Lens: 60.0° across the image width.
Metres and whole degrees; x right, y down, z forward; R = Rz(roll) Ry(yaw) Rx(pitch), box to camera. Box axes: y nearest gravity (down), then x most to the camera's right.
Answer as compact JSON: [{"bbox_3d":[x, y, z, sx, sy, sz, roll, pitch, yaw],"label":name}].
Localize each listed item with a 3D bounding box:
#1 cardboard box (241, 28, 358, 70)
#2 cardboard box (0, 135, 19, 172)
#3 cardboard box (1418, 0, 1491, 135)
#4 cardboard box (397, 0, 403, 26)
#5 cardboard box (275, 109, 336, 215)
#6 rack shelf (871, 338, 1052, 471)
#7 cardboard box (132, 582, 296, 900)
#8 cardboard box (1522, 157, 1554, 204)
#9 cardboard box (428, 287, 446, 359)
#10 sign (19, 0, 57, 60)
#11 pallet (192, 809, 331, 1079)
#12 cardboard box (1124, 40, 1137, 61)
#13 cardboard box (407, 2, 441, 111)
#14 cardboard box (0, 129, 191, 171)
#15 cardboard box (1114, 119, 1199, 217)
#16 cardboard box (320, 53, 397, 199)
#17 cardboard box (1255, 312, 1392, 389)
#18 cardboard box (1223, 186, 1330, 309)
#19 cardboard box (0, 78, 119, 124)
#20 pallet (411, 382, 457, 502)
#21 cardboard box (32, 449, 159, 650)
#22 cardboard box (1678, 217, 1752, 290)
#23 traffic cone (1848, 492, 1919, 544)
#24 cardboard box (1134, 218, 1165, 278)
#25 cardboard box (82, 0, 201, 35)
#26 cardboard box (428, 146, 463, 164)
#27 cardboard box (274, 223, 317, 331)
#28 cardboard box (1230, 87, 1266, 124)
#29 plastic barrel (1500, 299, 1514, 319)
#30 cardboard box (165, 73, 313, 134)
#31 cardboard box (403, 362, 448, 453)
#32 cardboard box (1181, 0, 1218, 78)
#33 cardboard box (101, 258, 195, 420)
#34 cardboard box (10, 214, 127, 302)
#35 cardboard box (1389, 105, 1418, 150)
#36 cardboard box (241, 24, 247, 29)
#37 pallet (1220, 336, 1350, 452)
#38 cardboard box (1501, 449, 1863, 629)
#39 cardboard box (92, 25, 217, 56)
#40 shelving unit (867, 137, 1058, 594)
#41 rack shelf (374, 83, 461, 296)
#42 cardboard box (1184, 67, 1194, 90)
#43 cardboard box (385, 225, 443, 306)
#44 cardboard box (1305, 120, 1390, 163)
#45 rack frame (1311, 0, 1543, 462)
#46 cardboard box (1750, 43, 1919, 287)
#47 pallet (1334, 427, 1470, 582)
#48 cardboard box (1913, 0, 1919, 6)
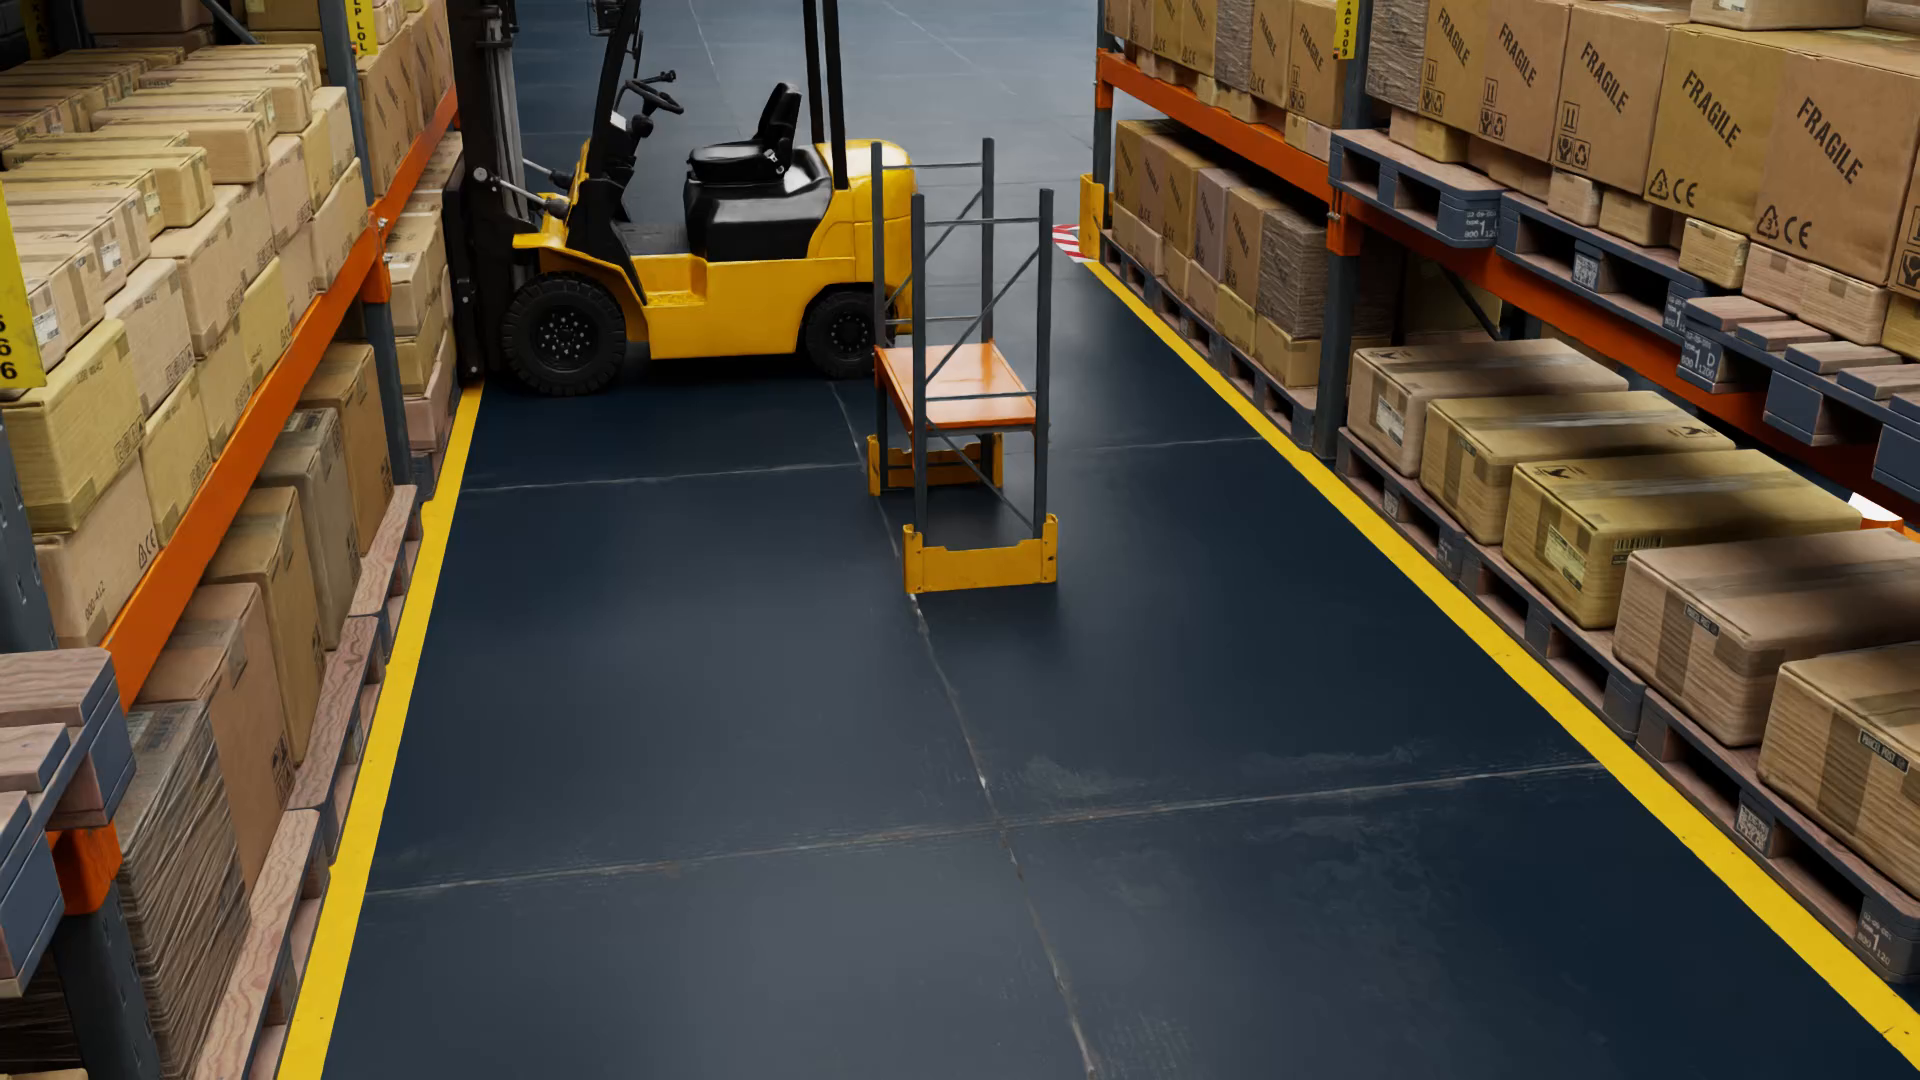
[{"bbox_3d":[-2.554,-1.910,6.439,0.380,0.149,0.250,-5,24,-11],"label":"cardboard box"},{"bbox_3d":[-2.576,-0.907,4.143,0.380,0.149,0.250,-4,24,-8],"label":"cardboard box"},{"bbox_3d":[2.022,-1.763,6.017,0.500,0.500,0.500,-4,24,-10],"label":"cardboard box"},{"bbox_3d":[-2.763,-2.415,7.597,0.380,0.149,0.250,-5,24,-11],"label":"cardboard box"},{"bbox_3d":[-2.309,-1.206,5.327,0.500,0.250,0.500,-5,24,-11],"label":"cardboard box"},{"bbox_3d":[-0.016,-0.556,6.599,0.538,0.185,1.000,-4,24,-10],"label":"rack shelf"},{"bbox_3d":[-2.245,0.545,4.198,0.875,0.625,0.625,-4,24,-8],"label":"cardboard box"},{"bbox_3d":[2.131,-1.221,5.587,0.380,0.149,0.250,-4,24,-9],"label":"cardboard box"},{"bbox_3d":[-2.635,-0.994,7.565,0.500,0.250,0.500,-4,24,-10],"label":"cardboard box"},{"bbox_3d":[-3.299,-1.813,5.973,0.100,0.325,0.005,-4,24,-10],"label":"sign"},{"bbox_3d":[-2.128,1.103,3.961,1.003,0.211,1.213,-4,24,-10],"label":"pallet"},{"bbox_3d":[1.243,-3.100,10.414,0.380,0.149,0.250,-4,24,-10],"label":"cardboard box"},{"bbox_3d":[-2.962,-2.460,8.511,0.500,0.500,0.500,-5,24,-11],"label":"cardboard box"},{"bbox_3d":[-2.176,-0.941,4.221,0.380,0.149,0.250,-4,24,-10],"label":"cardboard box"},{"bbox_3d":[1.266,-2.293,10.226,0.500,0.500,0.500,-5,24,-12],"label":"cardboard box"},{"bbox_3d":[-2.579,-1.661,6.681,0.500,0.500,0.500,-5,24,-11],"label":"cardboard box"},{"bbox_3d":[1.750,-0.936,8.055,0.500,0.250,0.500,-3,24,-7],"label":"cardboard box"},{"bbox_3d":[1.655,-1.479,8.363,0.500,0.500,0.500,-4,24,-9],"label":"cardboard box"},{"bbox_3d":[-2.788,-1.304,5.053,0.380,0.149,0.250,-5,24,-10],"label":"cardboard box"},{"bbox_3d":[-2.860,-0.460,7.539,1.003,0.211,1.213,-4,24,-10],"label":"pallet"},{"bbox_3d":[-1.856,0.028,3.126,0.500,0.250,0.500,-4,24,-10],"label":"cardboard box"},{"bbox_3d":[2.257,-0.809,4.643,0.380,0.149,0.250,-4,24,-9],"label":"cardboard box"},{"bbox_3d":[3.729,-0.244,6.730,0.336,0.463,0.334,-4,24,-10],"label":"traffic cone"},{"bbox_3d":[1.348,-1.757,9.936,0.500,0.250,0.500,-3,24,-8],"label":"cardboard box"},{"bbox_3d":[-3.110,-2.004,6.285,0.380,0.149,0.250,-4,24,-10],"label":"cardboard box"},{"bbox_3d":[-3.002,-2.027,9.305,0.500,0.250,0.500,-4,24,-9],"label":"cardboard box"},{"bbox_3d":[-2.243,-0.779,4.974,0.500,0.250,0.500,-4,24,-9],"label":"cardboard box"},{"bbox_3d":[1.574,-2.179,8.305,0.380,0.149,0.250,-5,24,-11],"label":"cardboard box"},{"bbox_3d":[3.254,-1.483,9.616,0.512,0.421,0.421,13,27,27],"label":"plastic barrel"},{"bbox_3d":[-2.234,-1.353,5.165,0.380,0.149,0.250,-5,24,-11],"label":"cardboard box"},{"bbox_3d":[-2.518,-0.569,7.216,0.500,0.250,0.500,-4,24,-9],"label":"cardboard box"},{"bbox_3d":[1.495,-2.736,8.770,0.500,0.500,0.500,-5,24,-11],"label":"cardboard box"},{"bbox_3d":[-1.947,-0.398,3.477,0.500,0.250,0.500,-4,24,-8],"label":"cardboard box"},{"bbox_3d":[-1.907,-0.543,3.310,0.380,0.149,0.250,-4,24,-8],"label":"cardboard box"},{"bbox_3d":[1.915,-1.627,6.517,0.380,0.149,0.250,-4,24,-9],"label":"cardboard box"},{"bbox_3d":[-3.227,-2.277,7.280,0.380,0.149,0.250,-4,24,-8],"label":"cardboard box"},{"bbox_3d":[1.965,-0.774,8.259,1.003,0.211,1.213,-4,24,-10],"label":"pallet"},{"bbox_3d":[2.490,-0.017,5.799,0.950,0.372,0.625,-4,24,-8],"label":"cardboard box"},{"bbox_3d":[-3.066,-1.872,6.354,0.380,0.149,0.250,-4,24,-10],"label":"cardboard box"},{"bbox_3d":[-0.014,-0.717,6.518,0.587,1.500,1.083,-4,24,-10],"label":"shelving unit"},{"bbox_3d":[-3.124,-1.879,8.203,1.077,0.370,4.000,-4,24,-10],"label":"rack shelf"},{"bbox_3d":[1.464,-2.589,9.245,0.380,0.149,0.250,-3,24,-8],"label":"cardboard box"},{"bbox_3d":[-2.619,-1.228,7.475,0.500,0.250,0.500,-4,24,-10],"label":"cardboard box"},{"bbox_3d":[1.765,-1.779,7.390,0.380,0.149,0.250,-5,24,-10],"label":"cardboard box"},{"bbox_3d":[2.124,-1.791,7.102,1.000,3.000,0.127,-4,24,-10],"label":"rack frame"},{"bbox_3d":[2.400,-0.953,4.162,0.500,0.500,0.500,-5,24,-11],"label":"cardboard box"},{"bbox_3d":[2.269,-0.207,6.959,1.003,0.211,1.213,-4,24,-10],"label":"pallet"},{"bbox_3d":[6.446,-3.252,10.261,0.875,0.550,0.550,-4,24,-10],"label":"cardboard box"}]
